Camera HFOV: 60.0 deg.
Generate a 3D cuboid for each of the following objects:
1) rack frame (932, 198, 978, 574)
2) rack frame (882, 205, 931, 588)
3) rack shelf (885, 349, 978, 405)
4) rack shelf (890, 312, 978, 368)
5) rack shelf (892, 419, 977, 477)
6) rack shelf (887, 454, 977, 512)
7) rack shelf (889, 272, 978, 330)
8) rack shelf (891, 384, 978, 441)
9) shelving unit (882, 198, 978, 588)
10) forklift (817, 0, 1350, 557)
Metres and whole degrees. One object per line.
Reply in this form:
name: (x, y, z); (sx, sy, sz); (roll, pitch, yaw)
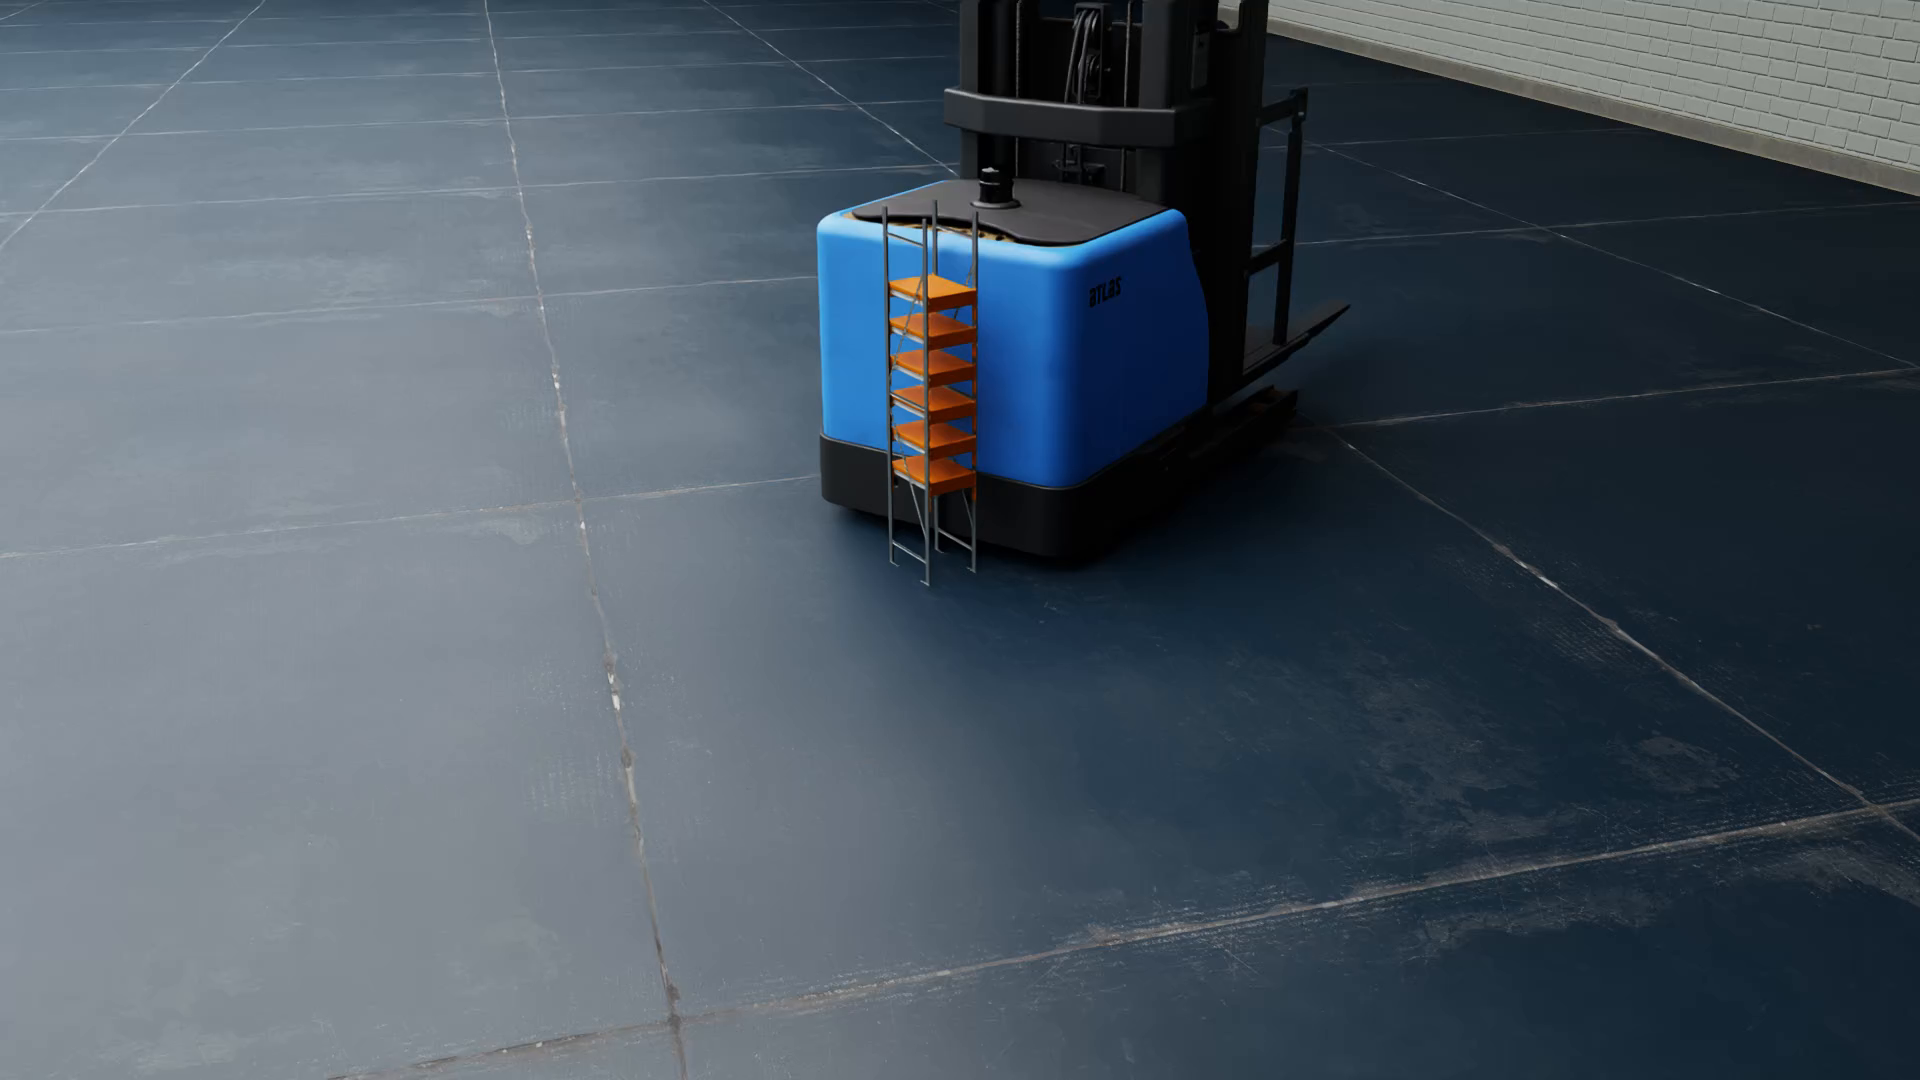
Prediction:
rack frame: (-0.016, -0.477, 5.338); (0.006, 1.200, 0.240); (-15, 28, -31)
rack frame: (-0.167, -0.435, 5.242); (0.006, 1.200, 0.240); (-15, 28, -31)
rack shelf: (-0.091, -0.526, 5.260); (0.180, 0.103, 0.258); (-15, 28, -31)
rack shelf: (-0.092, -0.636, 5.212); (0.180, 0.103, 0.258); (-15, 28, -31)
rack shelf: (-0.091, -0.305, 5.355); (0.180, 0.103, 0.258); (-15, 28, -31)
rack shelf: (-0.091, -0.195, 5.403); (0.180, 0.103, 0.258); (-15, 28, -31)
rack shelf: (-0.092, -0.746, 5.165); (0.180, 0.103, 0.258); (-15, 28, -31)
rack shelf: (-0.091, -0.415, 5.308); (0.180, 0.103, 0.258); (-15, 28, -31)
shelving unit: (-0.091, -0.456, 5.290); (0.189, 1.200, 0.258); (-15, 28, -31)
forklift: (0.724, -1.822, 6.279); (1.130, 2.935, 3.031); (14, 27, 30)
